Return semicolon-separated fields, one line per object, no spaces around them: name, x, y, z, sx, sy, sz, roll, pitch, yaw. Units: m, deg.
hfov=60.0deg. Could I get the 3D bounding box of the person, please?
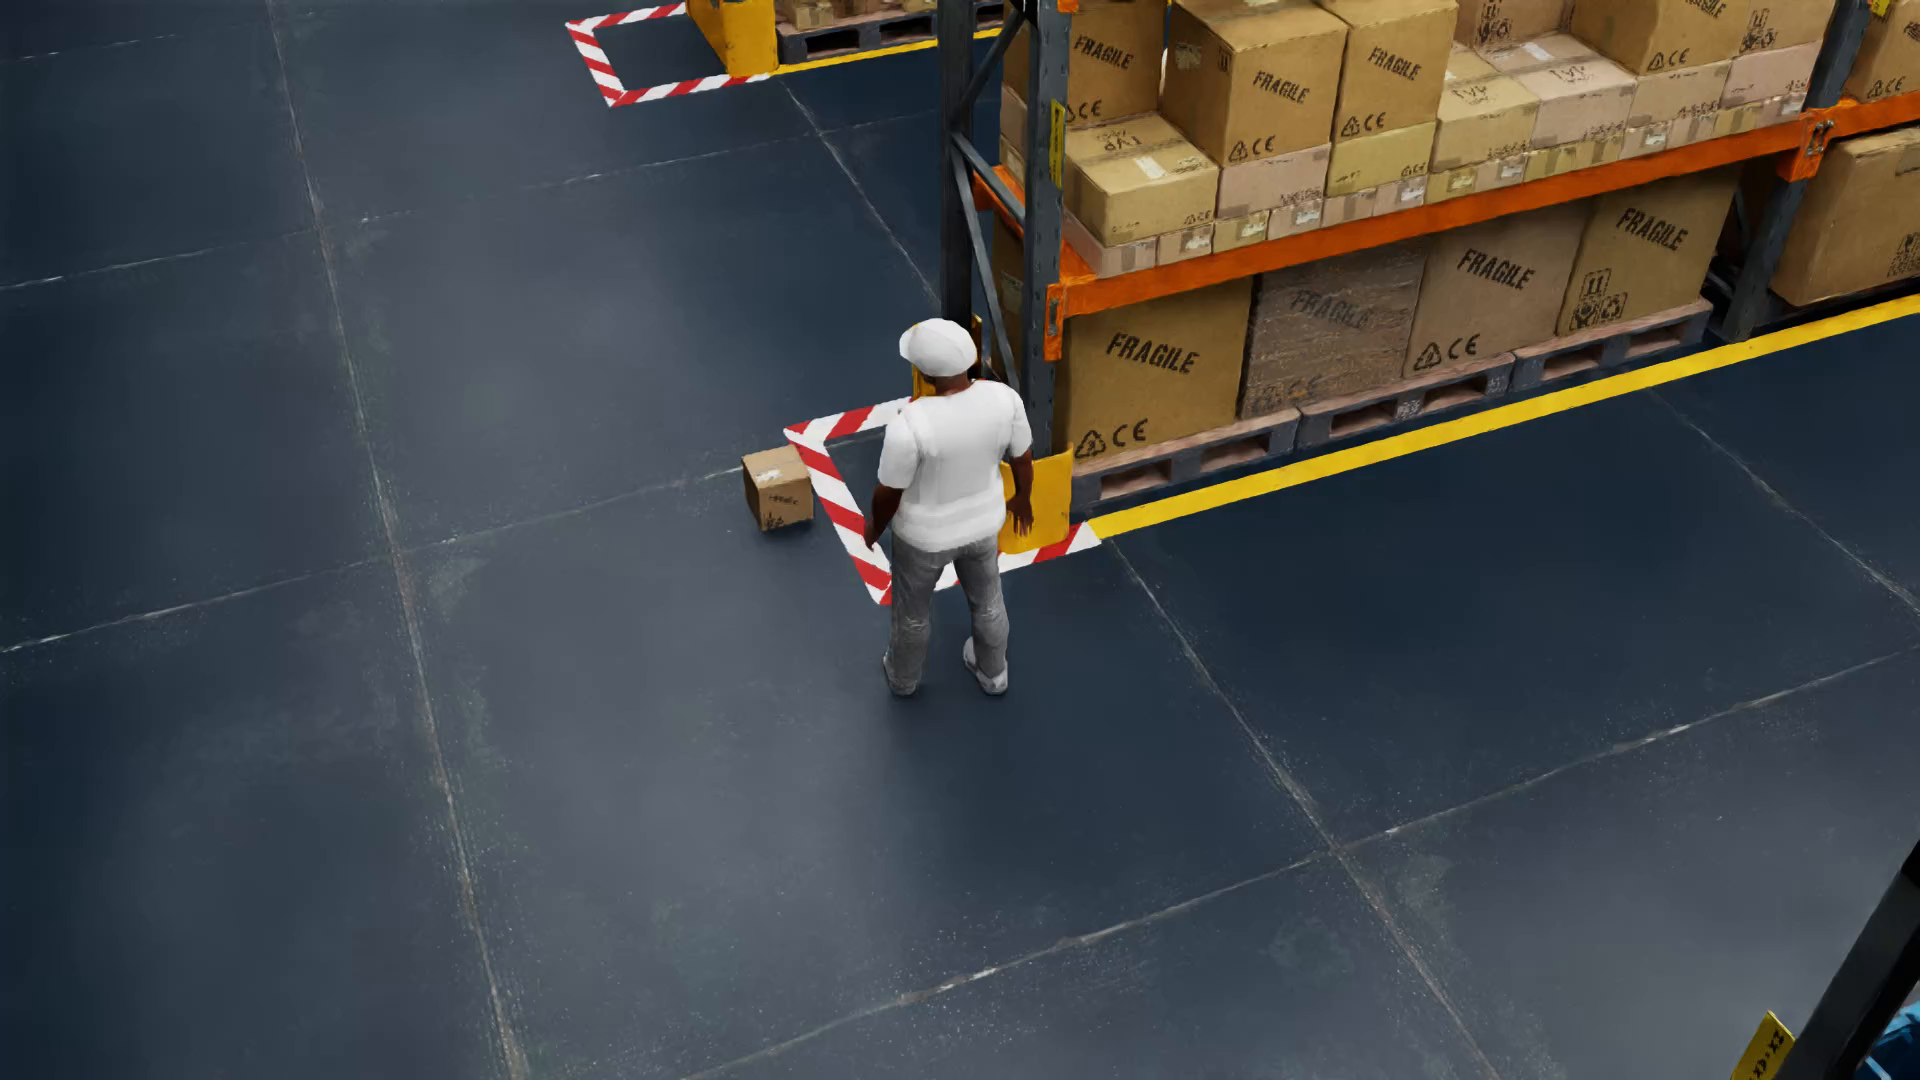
person;-0.047;-0.112;6.252;0.646;1.767;0.489;-19;45;-20
